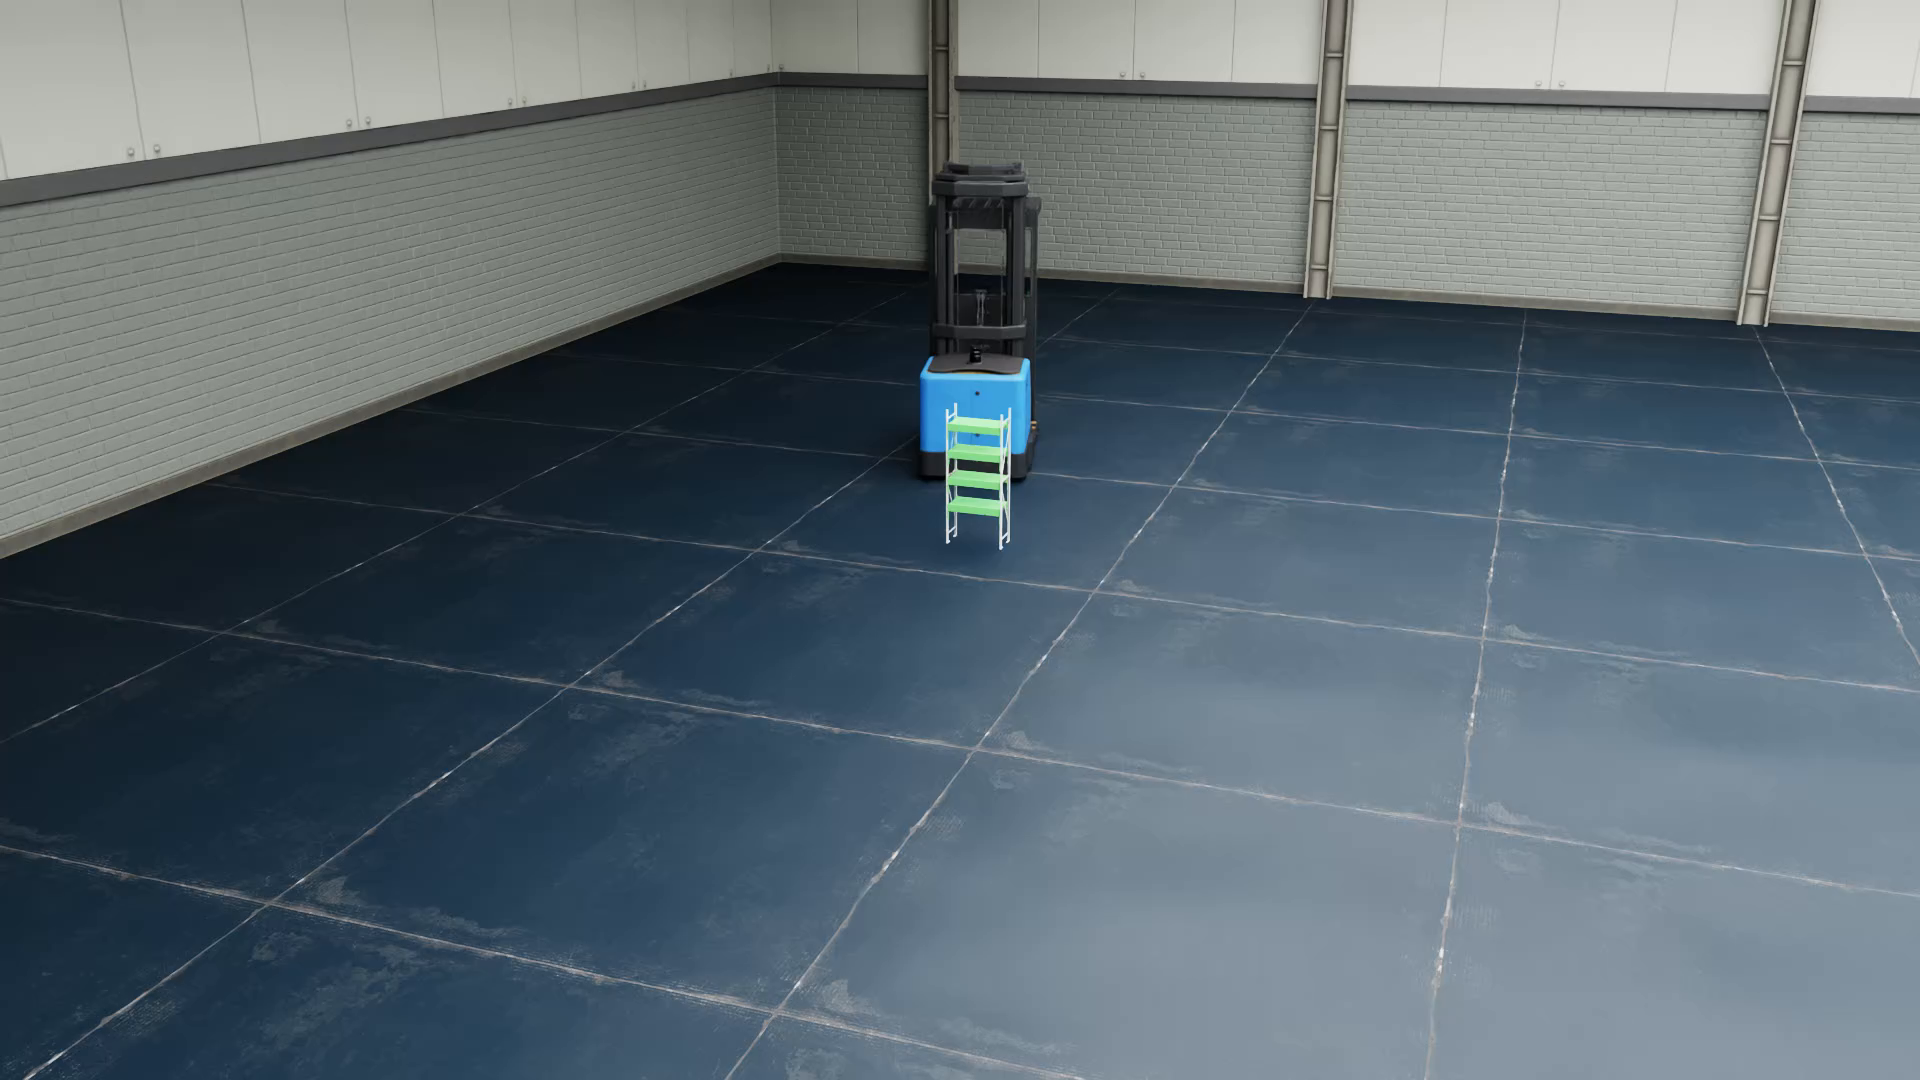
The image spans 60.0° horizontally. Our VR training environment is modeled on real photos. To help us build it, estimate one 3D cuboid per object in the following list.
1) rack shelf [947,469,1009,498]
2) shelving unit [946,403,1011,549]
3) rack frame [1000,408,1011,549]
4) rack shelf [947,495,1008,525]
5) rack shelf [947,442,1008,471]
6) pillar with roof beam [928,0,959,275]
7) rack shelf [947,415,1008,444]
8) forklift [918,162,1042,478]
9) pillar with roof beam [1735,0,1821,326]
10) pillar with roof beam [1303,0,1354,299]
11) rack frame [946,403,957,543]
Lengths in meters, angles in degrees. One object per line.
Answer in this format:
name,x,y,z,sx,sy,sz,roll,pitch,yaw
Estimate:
rack shelf,0.156,-0.488,14.348,0.480,0.148,0.258,7,20,18
shelving unit,0.156,-0.549,14.327,0.503,1.200,0.258,7,20,18
rack frame,0.387,-0.522,14.252,0.015,1.200,0.240,7,20,18
rack shelf,0.156,-0.262,14.427,0.480,0.148,0.258,7,20,18
rack shelf,0.156,-0.715,14.269,0.480,0.148,0.258,7,20,18
pillar with roof beam,-1.673,-7.240,21.675,0.400,9.000,9.100,7,20,18
rack shelf,0.156,-0.942,14.190,0.480,0.148,0.258,7,20,18
forklift,0.256,-2.422,17.072,1.130,2.935,3.031,2,19,5
pillar with roof beam,9.663,-5.944,17.956,0.400,9.000,9.100,7,20,18
pillar with roof beam,3.995,-6.592,19.815,0.400,9.000,9.100,7,20,18
rack frame,-0.074,-0.575,14.403,0.015,1.200,0.240,7,20,18
